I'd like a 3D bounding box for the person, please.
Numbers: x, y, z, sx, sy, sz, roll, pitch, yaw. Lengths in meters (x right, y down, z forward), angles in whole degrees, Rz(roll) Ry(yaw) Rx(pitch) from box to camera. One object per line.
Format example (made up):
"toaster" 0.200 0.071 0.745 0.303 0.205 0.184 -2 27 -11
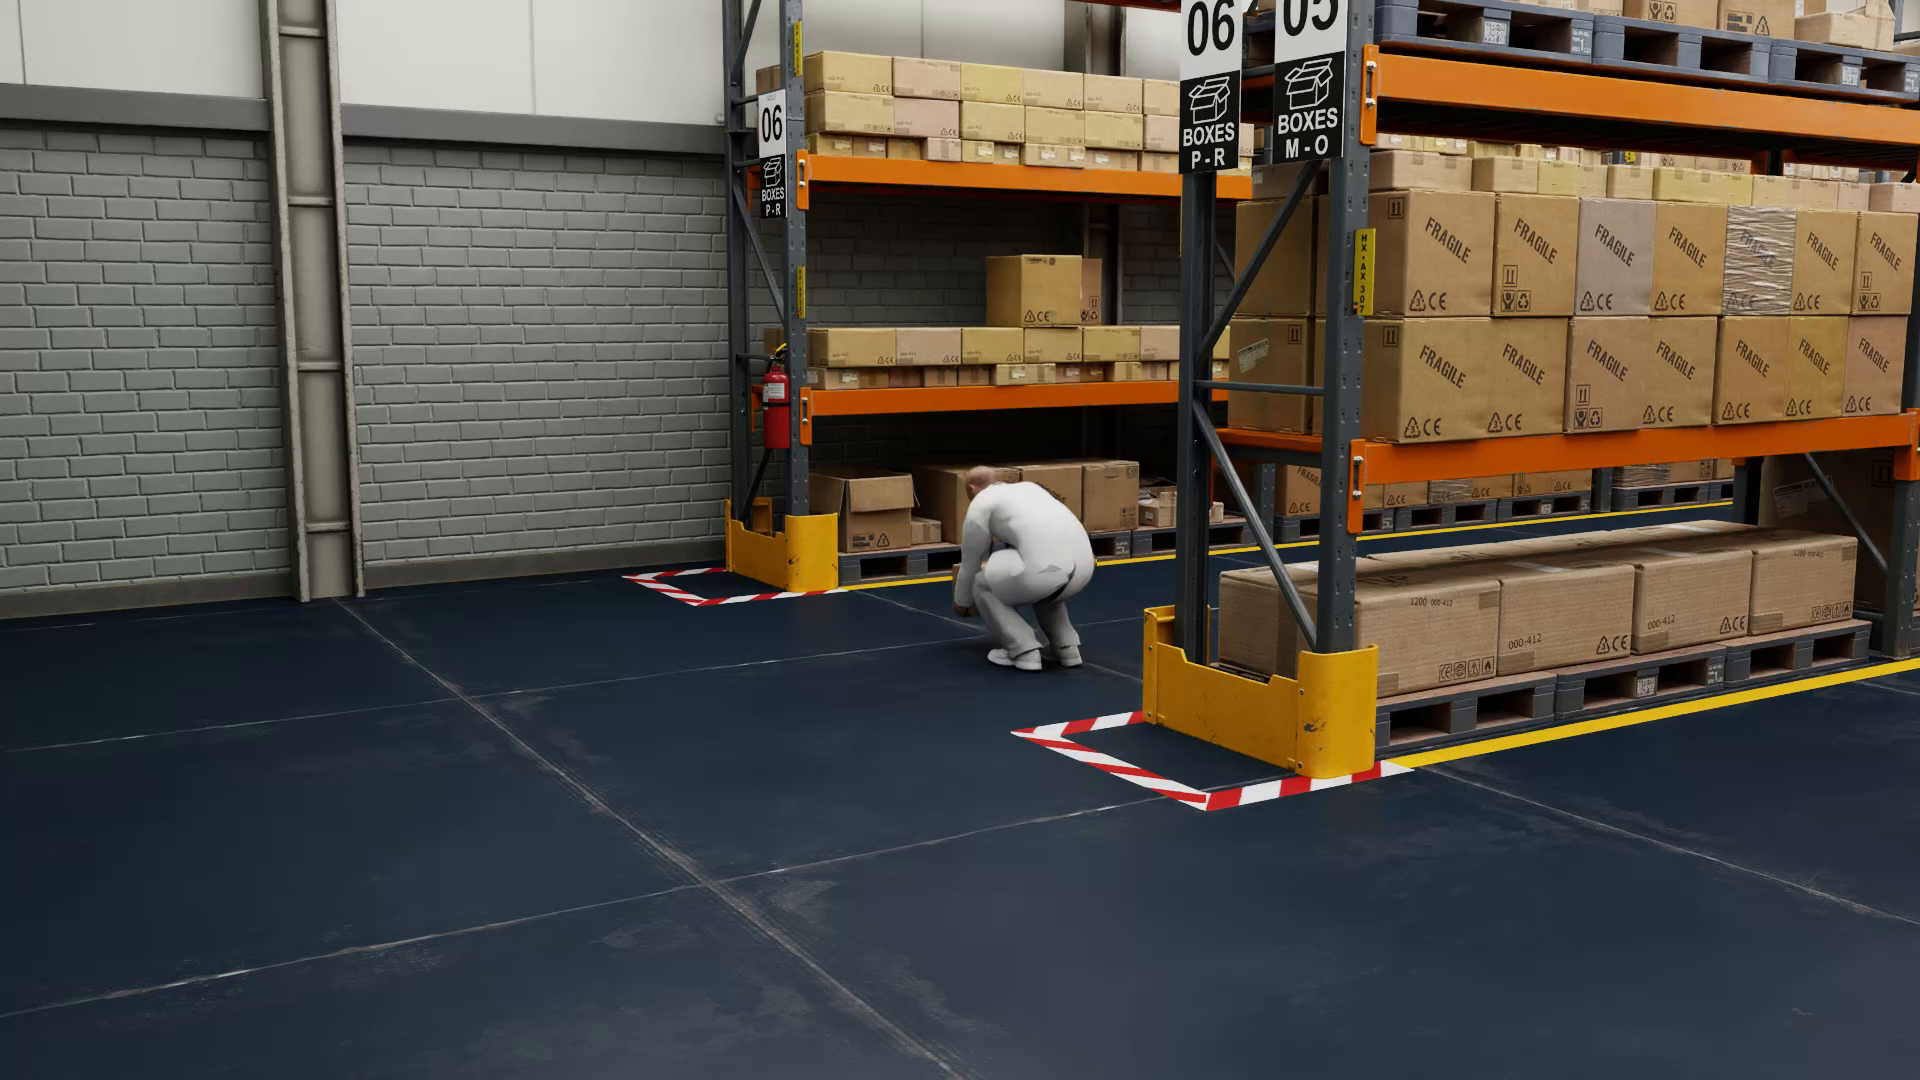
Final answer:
"person" 0.319 0.143 8.722 0.580 0.985 0.941 -5 9 -32
